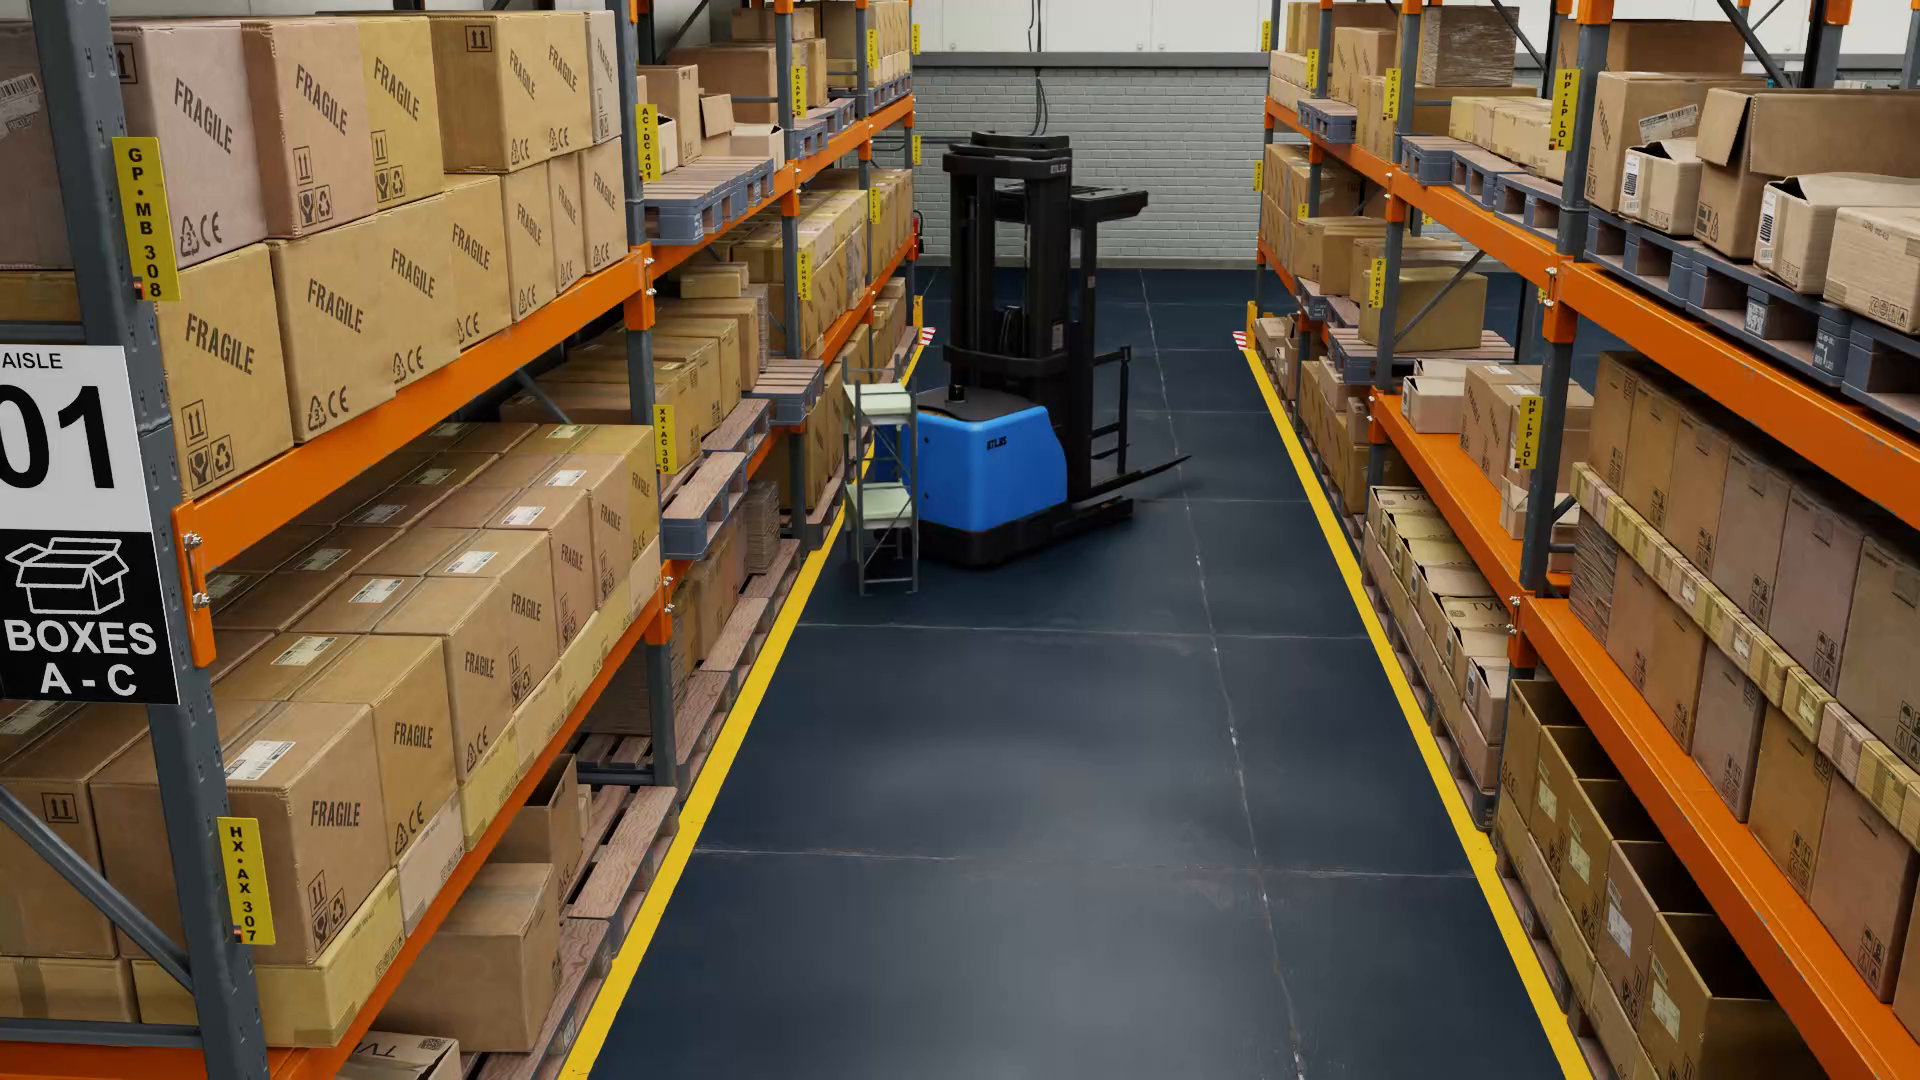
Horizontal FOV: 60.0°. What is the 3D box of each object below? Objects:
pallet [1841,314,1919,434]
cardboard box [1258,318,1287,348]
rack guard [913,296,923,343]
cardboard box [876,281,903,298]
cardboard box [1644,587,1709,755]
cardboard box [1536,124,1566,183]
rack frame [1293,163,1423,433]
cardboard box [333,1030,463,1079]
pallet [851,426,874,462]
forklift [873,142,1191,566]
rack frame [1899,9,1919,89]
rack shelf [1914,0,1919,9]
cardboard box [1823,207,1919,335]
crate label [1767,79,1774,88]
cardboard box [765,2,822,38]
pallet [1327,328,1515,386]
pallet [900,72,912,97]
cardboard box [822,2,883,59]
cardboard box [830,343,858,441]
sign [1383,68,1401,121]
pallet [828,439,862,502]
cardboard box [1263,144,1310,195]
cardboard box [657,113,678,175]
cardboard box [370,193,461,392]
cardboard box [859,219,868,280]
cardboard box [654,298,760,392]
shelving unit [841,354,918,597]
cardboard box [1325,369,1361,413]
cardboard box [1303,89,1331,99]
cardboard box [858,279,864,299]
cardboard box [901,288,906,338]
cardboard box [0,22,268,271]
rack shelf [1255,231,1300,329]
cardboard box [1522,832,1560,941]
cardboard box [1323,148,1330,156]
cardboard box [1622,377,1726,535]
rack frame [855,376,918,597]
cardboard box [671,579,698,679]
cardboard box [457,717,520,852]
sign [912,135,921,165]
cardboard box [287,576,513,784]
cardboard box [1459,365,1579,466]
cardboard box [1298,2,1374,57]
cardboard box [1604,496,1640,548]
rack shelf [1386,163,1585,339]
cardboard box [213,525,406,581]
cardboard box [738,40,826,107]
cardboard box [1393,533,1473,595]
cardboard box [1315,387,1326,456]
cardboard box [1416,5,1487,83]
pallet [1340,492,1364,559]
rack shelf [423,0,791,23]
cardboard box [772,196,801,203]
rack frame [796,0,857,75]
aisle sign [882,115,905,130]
[{"bbox_3d":[2.834,-0.309,3.872,1.003,0.211,1.213,1,18,4],"label":"pallet"},{"bbox_3d":[3.547,-2.260,18.212,0.500,0.250,0.500,1,18,4],"label":"cardboard box"},{"bbox_3d":[-1.035,-2.604,19.568,1.175,0.500,0.348,1,18,4],"label":"rack guard"},{"bbox_3d":[-0.832,-2.762,18.333,0.380,0.149,0.250,2,18,5],"label":"cardboard box"},{"bbox_3d":[2.948,0.462,6.036,0.700,0.500,0.500,2,18,5],"label":"cardboard box"},{"bbox_3d":[3.135,-1.864,8.043,0.500,0.250,0.500,0,18,-1],"label":"cardboard box"},{"bbox_3d":[3.618,-2.433,15.031,1.000,3.000,0.127,1,18,4],"label":"rack frame"},{"bbox_3d":[-2.003,1.863,5.531,0.500,0.311,0.500,3,18,8],"label":"cardboard box"},{"bbox_3d":[-1.303,-0.976,15.063,1.003,0.211,1.213,1,18,4],"label":"pallet"},{"bbox_3d":[0.697,-1.570,12.610,1.129,2.867,3.031,15,23,38],"label":"forklift"},{"bbox_3d":[8.559,-5.172,13.756,1.000,3.000,0.127,1,18,4],"label":"rack frame"},{"bbox_3d":[8.415,-4.019,12.035,1.077,0.370,4.000,1,18,4],"label":"rack shelf"},{"bbox_3d":[2.577,-0.690,4.236,0.500,0.250,0.500,1,18,4],"label":"cardboard box"},{"bbox_3d":[8.457,-4.639,17.185,0.408,0.251,0.502,1,18,4],"label":"crate label"},{"bbox_3d":[-1.506,-4.722,15.402,0.500,0.500,0.500,1,18,3],"label":"cardboard box"},{"bbox_3d":[3.310,-1.312,11.917,1.213,0.211,1.003,1,18,4],"label":"pallet"},{"bbox_3d":[-1.079,-4.937,17.999,1.003,0.211,1.213,1,18,4],"label":"pallet"},{"bbox_3d":[-0.992,-4.715,15.380,0.500,0.500,0.500,1,18,3],"label":"cardboard box"},{"bbox_3d":[-1.301,-1.240,14.167,0.750,0.750,0.750,2,18,6],"label":"cardboard box"},{"bbox_3d":[2.790,-2.875,10.731,0.100,0.325,0.005,1,18,4],"label":"sign"},{"bbox_3d":[-1.388,-0.596,13.903,1.003,0.211,1.213,1,18,4],"label":"pallet"},{"bbox_3d":[3.610,-4.066,18.249,0.500,0.500,0.500,2,18,6],"label":"cardboard box"},{"bbox_3d":[-1.733,-2.000,8.360,0.500,0.311,0.500,2,18,6],"label":"cardboard box"},{"bbox_3d":[-1.803,-0.724,4.804,0.500,0.500,0.500,2,18,6],"label":"cardboard box"},{"bbox_3d":[-1.105,-2.592,14.845,0.500,0.500,0.500,1,18,3],"label":"cardboard box"},{"bbox_3d":[-1.647,-1.236,10.512,0.700,0.500,0.500,0,18,-1],"label":"cardboard box"},{"bbox_3d":[-0.551,-0.454,11.400,0.431,1.500,0.755,-3,18,-10],"label":"shelving unit"},{"bbox_3d":[3.233,-1.199,13.370,0.500,0.250,0.500,1,18,3],"label":"cardboard box"},{"bbox_3d":[3.388,-3.944,15.066,0.500,0.250,0.500,1,18,4],"label":"cardboard box"},{"bbox_3d":[-1.059,-2.242,14.821,0.380,0.149,0.250,2,18,5],"label":"cardboard box"},{"bbox_3d":[-0.987,-2.577,18.810,0.700,0.500,0.500,1,18,4],"label":"cardboard box"},{"bbox_3d":[-1.914,-0.887,3.698,0.500,0.500,0.500,0,18,0],"label":"cardboard box"},{"bbox_3d":[3.762,-2.712,17.039,1.077,0.370,4.000,1,18,4],"label":"rack shelf"},{"bbox_3d":[2.668,1.451,6.919,0.500,0.250,0.500,1,18,4],"label":"cardboard box"},{"bbox_3d":[4.112,-3.897,17.732,0.500,0.500,0.500,2,18,5],"label":"cardboard box"},{"bbox_3d":[2.984,-0.318,6.331,0.700,0.500,0.500,1,18,4],"label":"cardboard box"},{"bbox_3d":[-0.485,-0.342,11.058,0.400,1.500,0.023,-3,18,-10],"label":"rack frame"},{"bbox_3d":[-1.873,0.530,9.295,0.700,0.500,0.500,1,18,3],"label":"cardboard box"},{"bbox_3d":[-1.766,0.782,5.428,0.500,0.250,0.500,1,18,3],"label":"cardboard box"},{"bbox_3d":[-0.496,-4.431,18.889,0.100,0.325,0.005,1,18,4],"label":"sign"},{"bbox_3d":[-1.761,0.435,5.284,0.500,0.500,0.500,1,18,2],"label":"cardboard box"},{"bbox_3d":[3.227,-0.717,9.633,0.500,0.500,0.500,0,18,1],"label":"cardboard box"},{"bbox_3d":[3.706,-4.999,16.279,0.700,0.500,0.500,1,18,4],"label":"cardboard box"},{"bbox_3d":[2.798,-0.067,6.608,0.380,0.149,0.250,1,18,2],"label":"cardboard box"},{"bbox_3d":[3.188,-1.653,8.989,1.077,0.370,4.000,1,18,4],"label":"rack shelf"},{"bbox_3d":[-2.247,0.266,5.800,0.500,0.500,0.500,2,18,5],"label":"cardboard box"},{"bbox_3d":[-1.471,-3.779,13.455,0.700,0.500,0.500,1,18,3],"label":"cardboard box"},{"bbox_3d":[2.933,0.128,10.057,0.500,0.311,0.500,1,18,2],"label":"cardboard box"},{"bbox_3d":[3.270,-0.989,13.930,0.500,0.500,0.500,2,18,5],"label":"cardboard box"},{"bbox_3d":[3.406,-3.433,11.498,0.500,0.500,0.500,1,18,4],"label":"cardboard box"},{"bbox_3d":[3.423,-0.097,12.379,1.003,0.211,1.213,1,18,4],"label":"pallet"},{"bbox_3d":[-1.753,-2.998,8.918,1.077,0.370,4.000,1,18,4],"label":"rack shelf"},{"bbox_3d":[-1.647,-2.798,14.269,0.500,0.250,0.500,1,18,5],"label":"cardboard box"},{"bbox_3d":[-1.320,-5.393,14.431,0.949,2.616,0.053,1,18,4],"label":"rack frame"},{"bbox_3d":[-0.732,-5.036,18.799,0.394,0.787,0.004,1,18,4],"label":"aisle sign"}]
